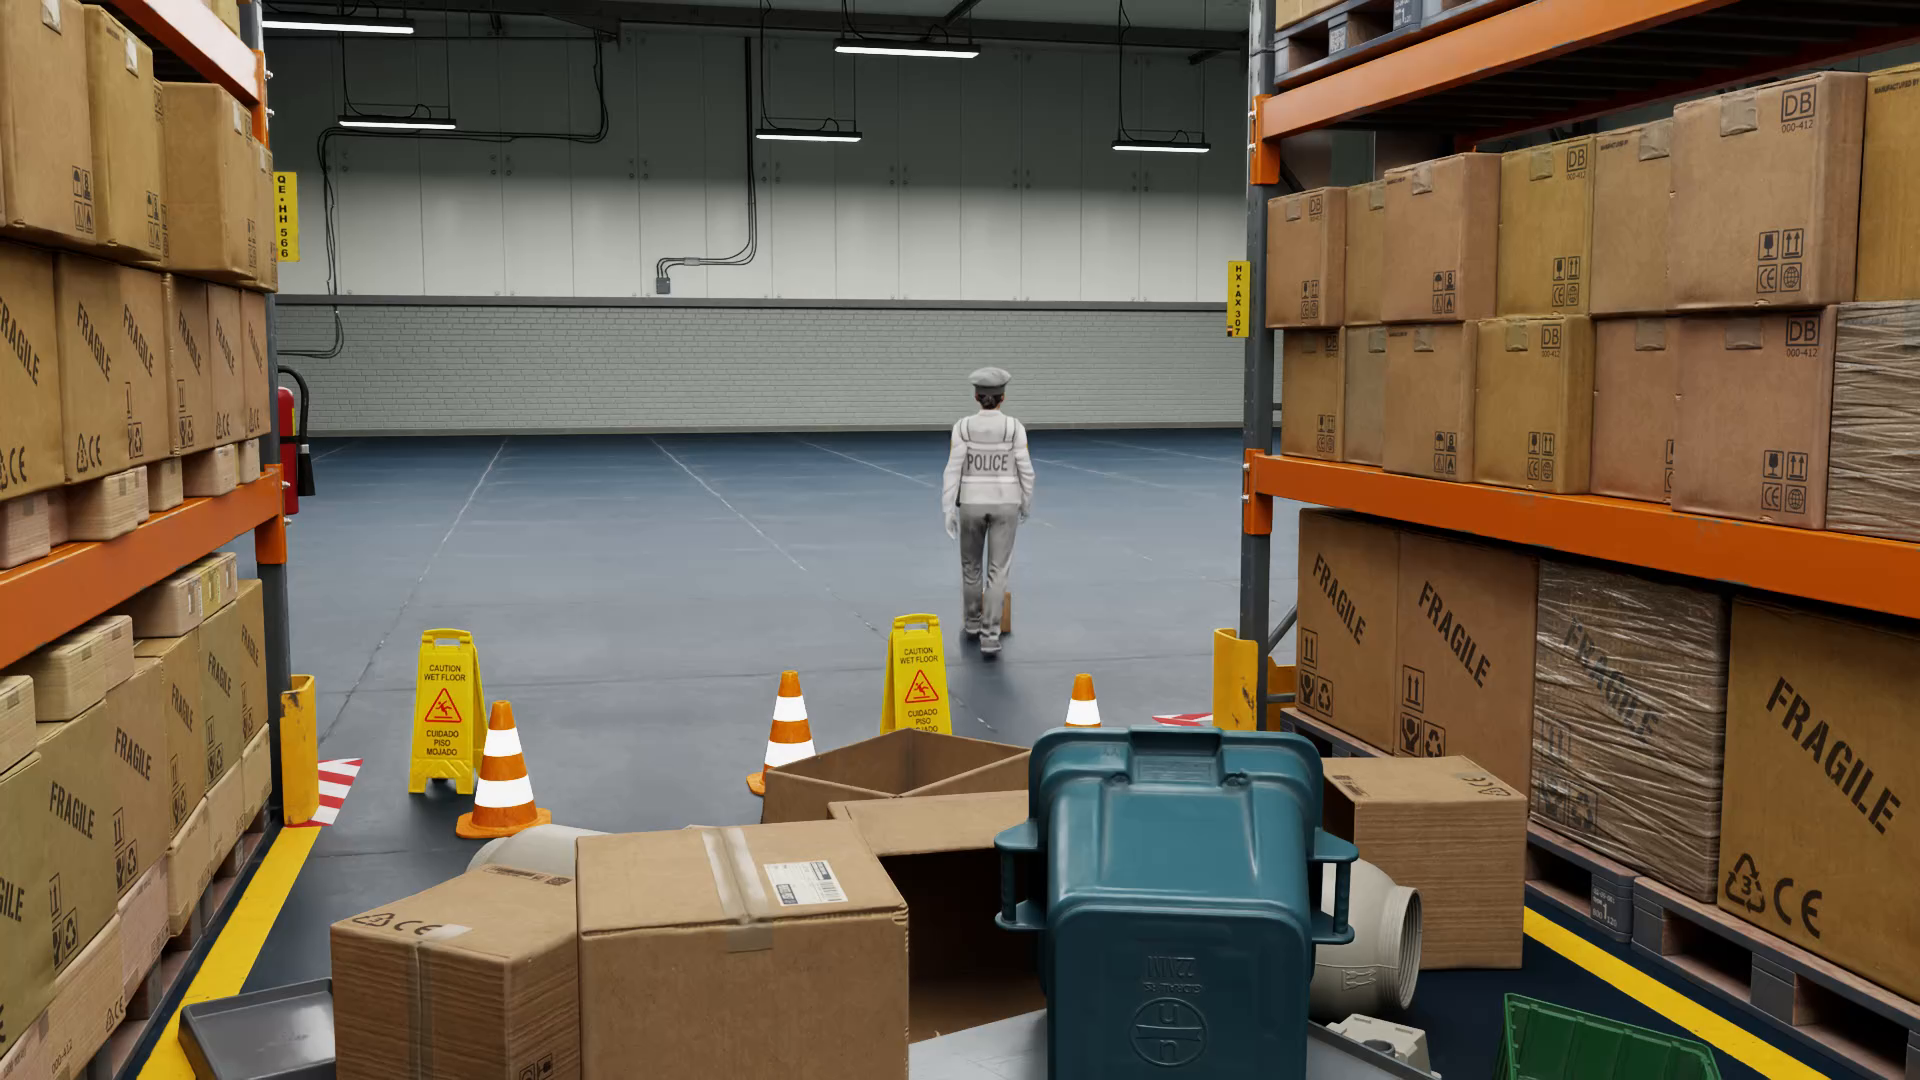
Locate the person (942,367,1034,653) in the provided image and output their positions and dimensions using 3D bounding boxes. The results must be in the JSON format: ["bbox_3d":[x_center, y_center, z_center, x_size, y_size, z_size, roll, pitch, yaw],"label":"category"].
[{"bbox_3d":[0.186,-0.202,9.849,0.522,1.641,0.917,1,6,10],"label":"person"}]
